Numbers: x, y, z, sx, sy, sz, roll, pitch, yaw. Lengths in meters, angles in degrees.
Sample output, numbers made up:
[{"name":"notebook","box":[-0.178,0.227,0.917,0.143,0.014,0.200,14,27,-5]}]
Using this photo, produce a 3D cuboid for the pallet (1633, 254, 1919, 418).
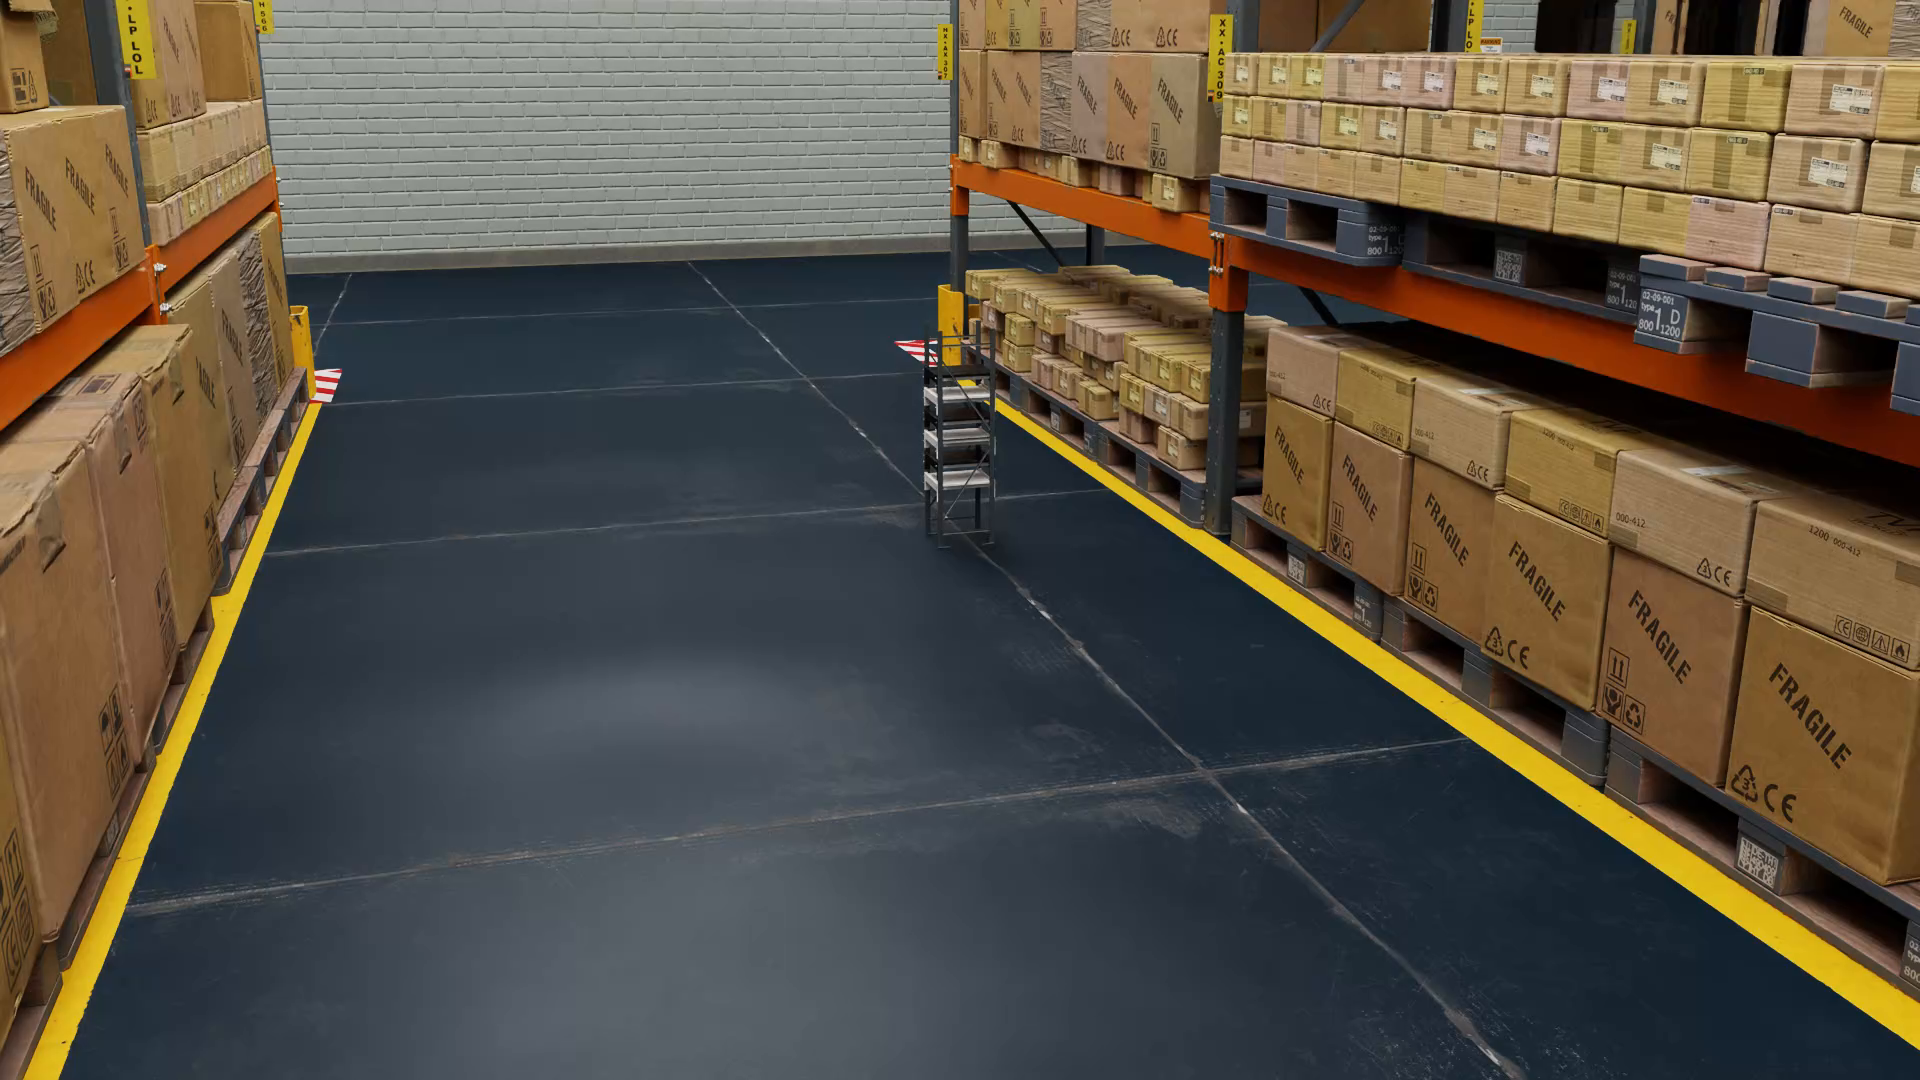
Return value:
[{"name":"pallet","box":[2.335,-0.492,3.710,1.213,0.211,1.003,-5,17,-15]}]

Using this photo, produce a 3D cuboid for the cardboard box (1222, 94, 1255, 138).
[{"name":"cardboard box","box":[1.200,-1.580,6.186,0.380,0.149,0.250,-4,17,-14]}]

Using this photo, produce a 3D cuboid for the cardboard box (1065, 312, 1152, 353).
[{"name":"cardboard box","box":[0.757,-1.055,8.442,0.380,0.149,0.250,-5,18,-17]}]

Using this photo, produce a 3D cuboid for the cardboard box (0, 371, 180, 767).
[{"name":"cardboard box","box":[-2.822,0.102,4.363,1.225,0.875,0.875,-5,18,-17]}]

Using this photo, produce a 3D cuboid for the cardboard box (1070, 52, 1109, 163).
[{"name":"cardboard box","box":[0.852,-2.085,7.988,0.500,0.500,0.500,-5,17,-16]}]

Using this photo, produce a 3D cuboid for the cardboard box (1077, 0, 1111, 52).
[{"name":"cardboard box","box":[0.870,-2.565,7.847,0.500,0.500,0.500,-4,17,-14]}]

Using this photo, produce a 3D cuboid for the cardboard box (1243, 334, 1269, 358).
[{"name":"cardboard box","box":[1.503,-0.881,7.862,0.380,0.149,0.250,-5,17,-16]}]

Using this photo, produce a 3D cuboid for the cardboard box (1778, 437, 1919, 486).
[{"name":"cardboard box","box":[2.537,-0.108,4.411,0.500,0.250,0.500,-5,17,-16]}]

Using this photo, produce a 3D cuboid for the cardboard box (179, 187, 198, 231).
[{"name":"cardboard box","box":[-3.170,-1.271,6.405,0.380,0.149,0.250,-4,17,-13]}]

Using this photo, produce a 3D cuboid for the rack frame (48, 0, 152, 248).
[{"name":"rack frame","box":[-3.263,-1.137,5.525,1.000,3.000,0.127,-5,17,-15]}]

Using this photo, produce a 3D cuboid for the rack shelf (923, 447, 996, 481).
[{"name":"rack shelf","box":[-0.002,-0.315,6.866,0.258,0.077,0.200,-5,17,-15]}]

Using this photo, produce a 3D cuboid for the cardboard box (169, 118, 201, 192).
[{"name":"cardboard box","box":[-3.272,-1.497,6.464,0.500,0.250,0.500,-5,17,-16]}]

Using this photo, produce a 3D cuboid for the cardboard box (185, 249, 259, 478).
[{"name":"cardboard box","box":[-3.615,-0.759,7.228,0.875,0.875,0.875,-5,17,-15]}]

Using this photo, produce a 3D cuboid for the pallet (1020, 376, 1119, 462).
[{"name":"pallet","box":[0.976,-0.687,8.873,1.003,0.211,1.213,-5,17,-15]}]

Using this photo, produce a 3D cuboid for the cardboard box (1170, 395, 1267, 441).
[{"name":"cardboard box","box":[1.141,-0.542,7.250,0.380,0.149,0.250,-4,17,-14]}]

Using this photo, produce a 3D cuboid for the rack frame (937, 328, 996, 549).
[{"name":"rack frame","box":[0.026,-0.405,6.736,0.240,0.900,0.006,-5,17,-15]}]

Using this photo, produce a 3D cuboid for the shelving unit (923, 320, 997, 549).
[{"name":"shelving unit","box":[-0.002,-0.433,6.830,0.258,0.900,0.210,-5,17,-15]}]

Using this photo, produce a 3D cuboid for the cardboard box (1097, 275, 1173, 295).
[{"name":"cardboard box","box":[1.031,-1.467,9.812,0.380,0.149,0.250,-5,17,-16]}]

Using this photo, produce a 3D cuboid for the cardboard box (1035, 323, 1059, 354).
[{"name":"cardboard box","box":[0.635,-1.135,9.224,0.380,0.149,0.250,-6,18,-18]}]

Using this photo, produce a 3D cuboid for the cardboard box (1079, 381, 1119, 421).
[{"name":"cardboard box","box":[0.814,-0.705,8.311,0.380,0.149,0.250,-5,17,-15]}]

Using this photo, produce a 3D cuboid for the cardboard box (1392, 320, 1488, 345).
[{"name":"cardboard box","box":[1.982,-0.679,6.309,0.500,0.250,0.500,-5,17,-17]}]

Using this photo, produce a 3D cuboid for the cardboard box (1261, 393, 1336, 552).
[{"name":"cardboard box","box":[1.482,-0.280,6.286,0.500,0.500,0.500,-4,17,-13]}]

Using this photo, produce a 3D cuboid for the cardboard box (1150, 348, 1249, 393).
[{"name":"cardboard box","box":[1.077,-0.768,7.485,0.380,0.149,0.250,-4,17,-15]}]

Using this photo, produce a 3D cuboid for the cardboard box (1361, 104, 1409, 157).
[{"name":"cardboard box","box":[1.492,-1.290,5.224,0.380,0.149,0.250,-4,17,-13]}]

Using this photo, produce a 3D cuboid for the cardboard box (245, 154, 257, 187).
[{"name":"cardboard box","box":[-3.739,-1.840,8.301,0.380,0.149,0.250,-4,17,-14]}]

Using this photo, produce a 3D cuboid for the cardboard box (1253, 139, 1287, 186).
[{"name":"cardboard box","box":[1.282,-1.361,5.975,0.380,0.149,0.250,-4,17,-14]}]

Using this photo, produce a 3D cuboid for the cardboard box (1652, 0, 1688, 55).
[{"name":"cardboard box","box":[5.024,-3.399,11.141,0.500,0.500,0.500,-5,17,-16]}]

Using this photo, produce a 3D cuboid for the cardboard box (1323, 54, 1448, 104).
[{"name":"cardboard box","box":[1.416,-1.505,5.421,0.380,0.149,0.250,-5,17,-16]}]

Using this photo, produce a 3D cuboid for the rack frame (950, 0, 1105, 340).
[{"name":"rack frame","box":[0.434,-2.608,10.421,1.000,3.000,0.127,-5,17,-15]}]

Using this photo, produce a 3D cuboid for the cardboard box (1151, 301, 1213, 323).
[{"name":"cardboard box","box":[1.233,-1.168,8.819,0.380,0.149,0.250,-5,17,-15]}]

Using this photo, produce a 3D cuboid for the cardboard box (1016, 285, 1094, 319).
[{"name":"cardboard box","box":[0.537,-1.348,9.418,0.380,0.149,0.250,-6,18,-18]}]

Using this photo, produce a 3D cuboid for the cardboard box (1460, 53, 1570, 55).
[{"name":"cardboard box","box":[1.976,-1.626,5.823,0.380,0.149,0.250,-5,18,-17]}]

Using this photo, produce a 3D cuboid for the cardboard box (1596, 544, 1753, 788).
[{"name":"cardboard box","box":[2.062,0.296,4.369,0.500,0.500,0.500,-4,17,-13]}]

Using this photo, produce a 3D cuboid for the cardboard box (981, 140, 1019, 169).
[{"name":"cardboard box","box":[0.341,-2.226,9.587,0.380,0.149,0.250,-5,17,-17]}]

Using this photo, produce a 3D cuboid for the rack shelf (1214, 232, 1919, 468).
[{"name":"rack shelf","box":[2.083,-0.604,4.999,1.077,0.370,4.000,-5,17,-15]}]

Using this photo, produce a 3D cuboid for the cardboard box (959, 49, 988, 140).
[{"name":"cardboard box","box":[0.292,-2.652,9.877,0.500,0.500,0.500,-4,17,-13]}]

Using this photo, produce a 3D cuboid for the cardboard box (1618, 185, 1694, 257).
[{"name":"cardboard box","box":[1.853,-0.785,4.059,0.380,0.149,0.250,-5,17,-16]}]

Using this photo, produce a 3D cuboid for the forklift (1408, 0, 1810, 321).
[{"name":"forklift","box":[3.066,-1.487,6.806,1.130,2.935,3.031,-4,17,-14]}]

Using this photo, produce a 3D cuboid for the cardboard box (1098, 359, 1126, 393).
[{"name":"cardboard box","box":[0.901,-0.835,8.225,0.380,0.149,0.250,-4,17,-14]}]

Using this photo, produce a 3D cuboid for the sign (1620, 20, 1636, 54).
[{"name":"sign","box":[4.631,-3.438,11.540,0.100,0.325,0.005,-5,17,-15]}]

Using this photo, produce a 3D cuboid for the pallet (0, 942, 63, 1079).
[{"name":"pallet","box":[-2.308,1.080,2.988,1.003,0.211,1.213,-5,17,-15]}]

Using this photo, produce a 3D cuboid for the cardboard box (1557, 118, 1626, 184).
[{"name":"cardboard box","box":[1.775,-1.004,4.269,0.380,0.149,0.250,-5,17,-16]}]

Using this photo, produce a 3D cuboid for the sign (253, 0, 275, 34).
[{"name":"sign","box":[-3.837,-2.951,9.137,0.100,0.325,0.005,-5,17,-15]}]

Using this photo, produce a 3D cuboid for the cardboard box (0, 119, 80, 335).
[{"name":"cardboard box","box":[-2.592,-0.796,4.215,0.500,0.500,0.500,-5,17,-16]}]

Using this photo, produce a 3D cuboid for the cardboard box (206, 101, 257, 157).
[{"name":"cardboard box","box":[-3.835,-2.061,8.343,0.500,0.250,0.500,-5,17,-16]}]

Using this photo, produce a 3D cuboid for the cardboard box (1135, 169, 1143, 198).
[{"name":"cardboard box","box":[1.034,-1.660,7.700,0.380,0.149,0.250,-5,17,-17]}]

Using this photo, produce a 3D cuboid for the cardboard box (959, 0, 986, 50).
[{"name":"cardboard box","box":[0.303,-3.132,9.736,0.500,0.500,0.500,-5,17,-16]}]

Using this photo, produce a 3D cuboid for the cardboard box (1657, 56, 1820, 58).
[{"name":"cardboard box","box":[2.265,-1.337,4.861,0.380,0.149,0.250,-5,17,-16]}]

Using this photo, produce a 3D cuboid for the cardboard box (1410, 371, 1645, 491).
[{"name":"cardboard box","box":[1.767,-0.351,5.218,0.500,0.250,0.500,-4,17,-13]}]

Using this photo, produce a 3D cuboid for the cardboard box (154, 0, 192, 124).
[{"name":"cardboard box","box":[-3.277,-1.857,6.359,0.500,0.500,0.500,-5,17,-15]}]

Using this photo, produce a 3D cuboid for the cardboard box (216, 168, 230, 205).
[{"name":"cardboard box","box":[-3.454,-1.556,7.356,0.380,0.149,0.250,-5,17,-17]}]

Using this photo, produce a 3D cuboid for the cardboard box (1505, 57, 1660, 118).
[{"name":"cardboard box","box":[1.704,-1.218,4.466,0.380,0.149,0.250,-4,17,-13]}]

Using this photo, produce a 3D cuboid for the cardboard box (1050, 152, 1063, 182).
[{"name":"cardboard box","box":[0.686,-1.945,8.649,0.380,0.149,0.250,-4,17,-13]}]

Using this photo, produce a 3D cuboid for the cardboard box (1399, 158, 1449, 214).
[{"name":"cardboard box","box":[1.564,-1.076,5.028,0.380,0.149,0.250,-5,17,-16]}]

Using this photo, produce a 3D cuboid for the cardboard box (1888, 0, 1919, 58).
[{"name":"cardboard box","box":[5.590,-2.837,9.272,0.500,0.500,0.500,-4,17,-15]}]

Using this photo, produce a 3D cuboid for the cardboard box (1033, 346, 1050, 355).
[{"name":"cardboard box","box":[0.623,-0.997,9.283,0.380,0.149,0.250,-5,17,-15]}]

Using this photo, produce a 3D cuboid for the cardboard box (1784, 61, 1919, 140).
[{"name":"cardboard box","box":[1.991,-0.930,3.506,0.380,0.149,0.250,-5,17,-16]}]

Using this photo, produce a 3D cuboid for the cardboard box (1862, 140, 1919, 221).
[{"name":"cardboard box","box":[2.059,-0.719,3.322,0.380,0.149,0.250,-4,17,-14]}]
